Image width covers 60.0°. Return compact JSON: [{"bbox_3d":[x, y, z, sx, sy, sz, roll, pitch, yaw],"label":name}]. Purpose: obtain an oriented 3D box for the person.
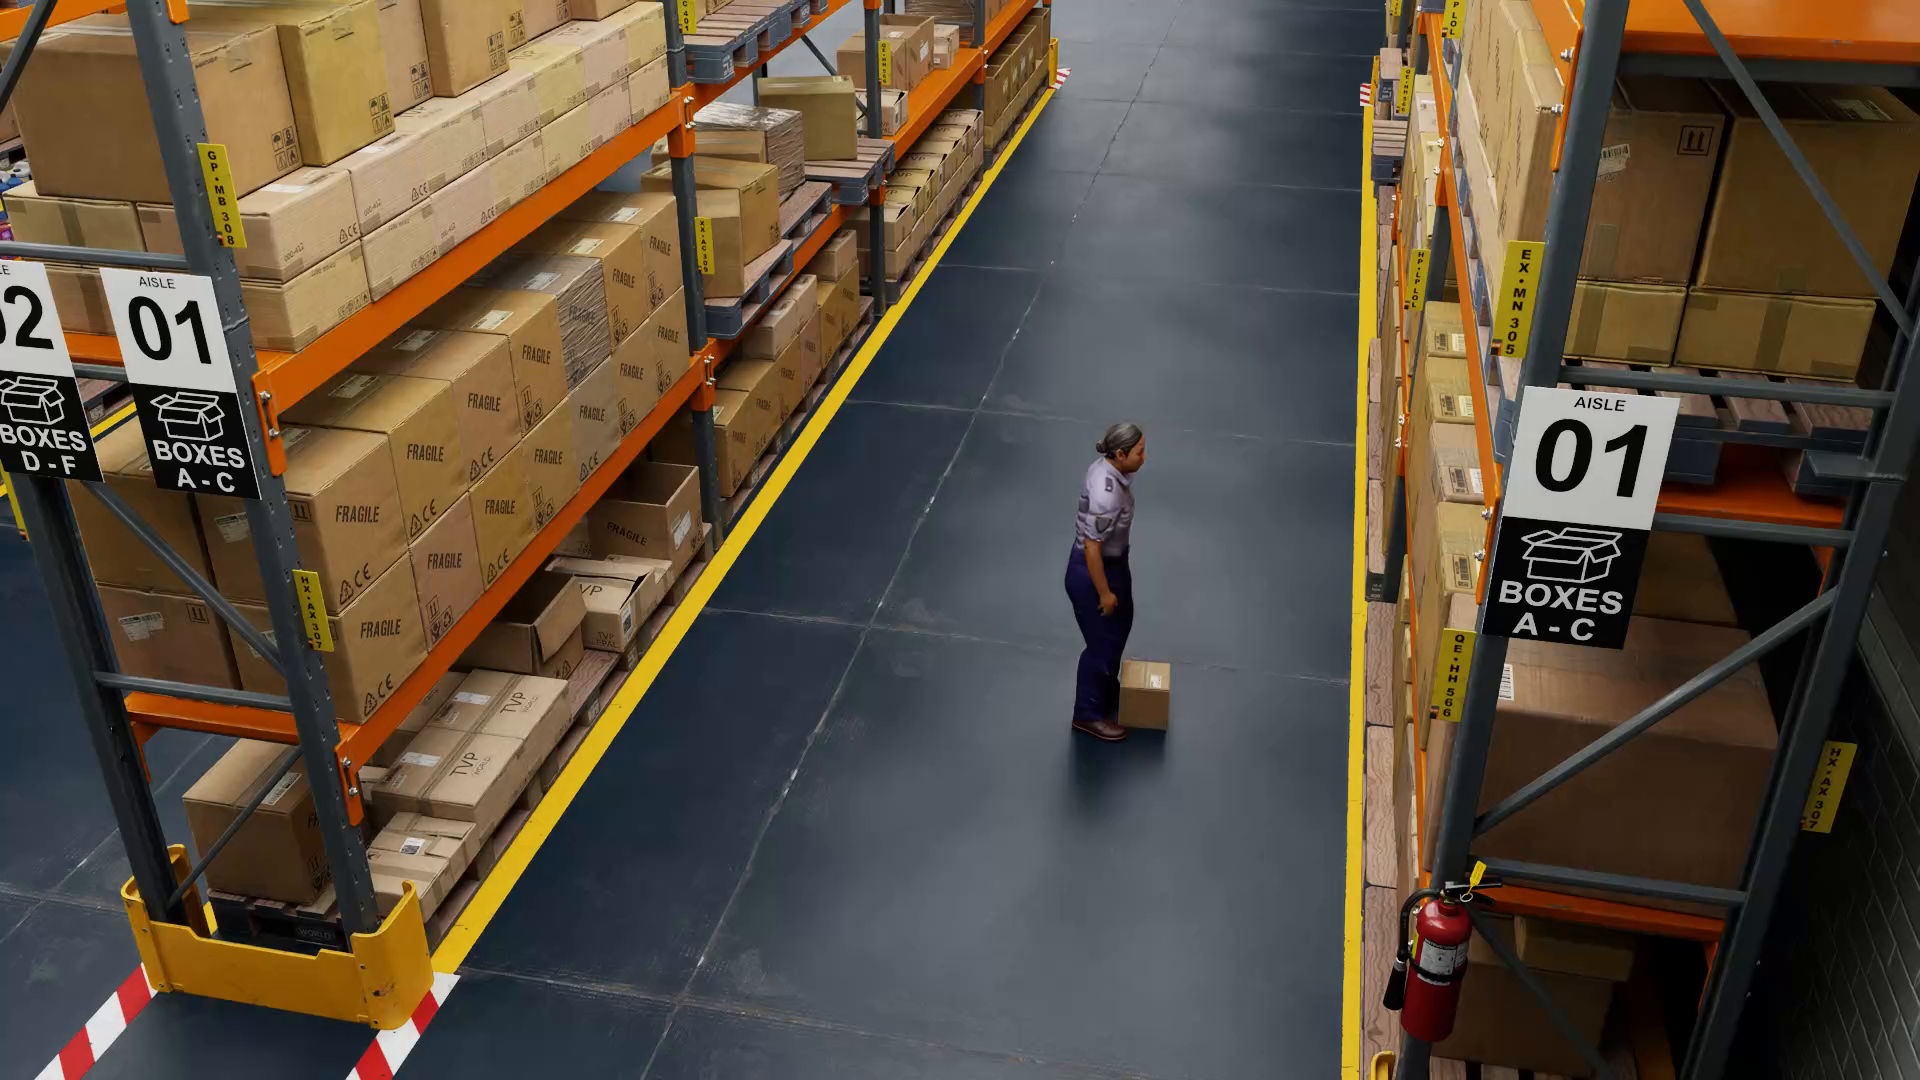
[{"bbox_3d":[0.742,0.179,8.311,0.412,1.637,0.539,6,30,11],"label":"person"}]
